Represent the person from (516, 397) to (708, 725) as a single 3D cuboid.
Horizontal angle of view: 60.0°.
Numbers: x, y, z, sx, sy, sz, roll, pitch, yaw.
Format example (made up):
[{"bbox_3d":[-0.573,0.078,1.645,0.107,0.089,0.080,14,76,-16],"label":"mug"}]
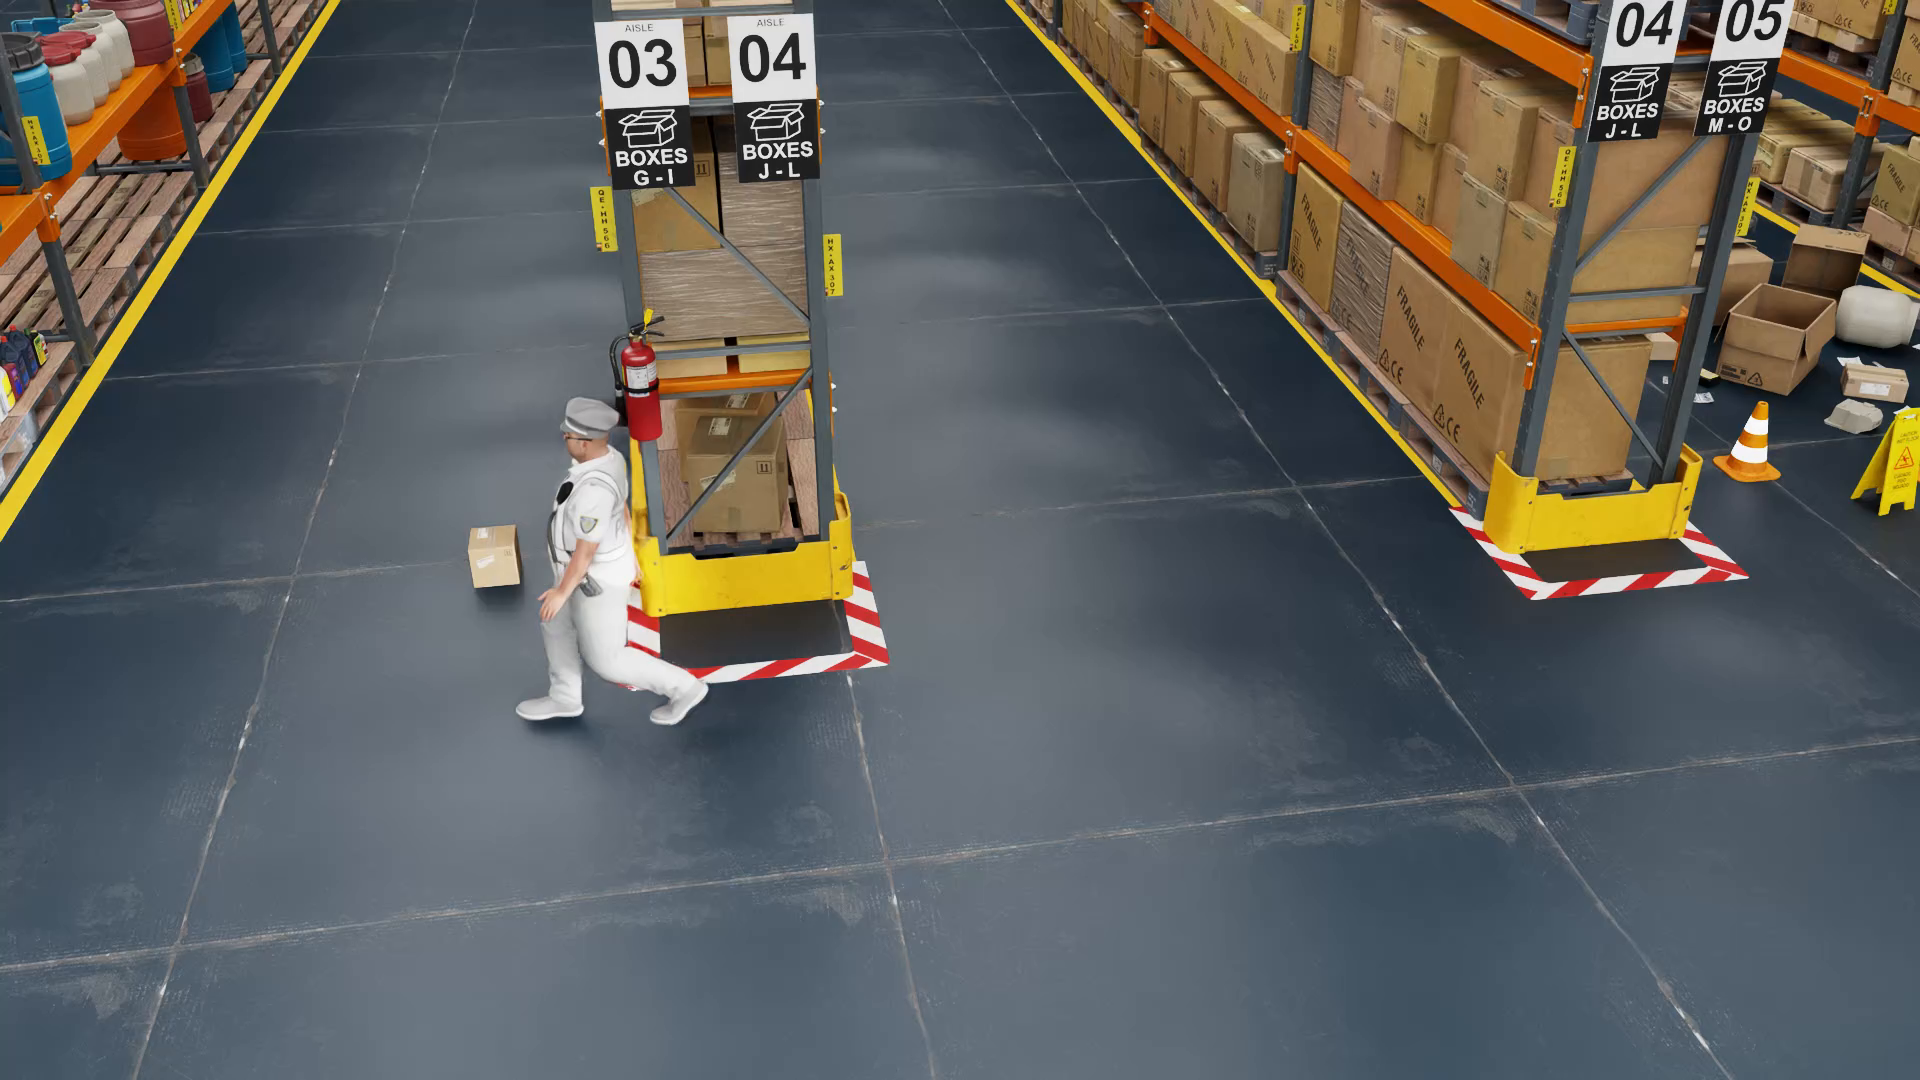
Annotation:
[{"bbox_3d":[-1.755,0.136,7.876,0.905,1.696,0.540,-4,31,-8],"label":"person"}]
